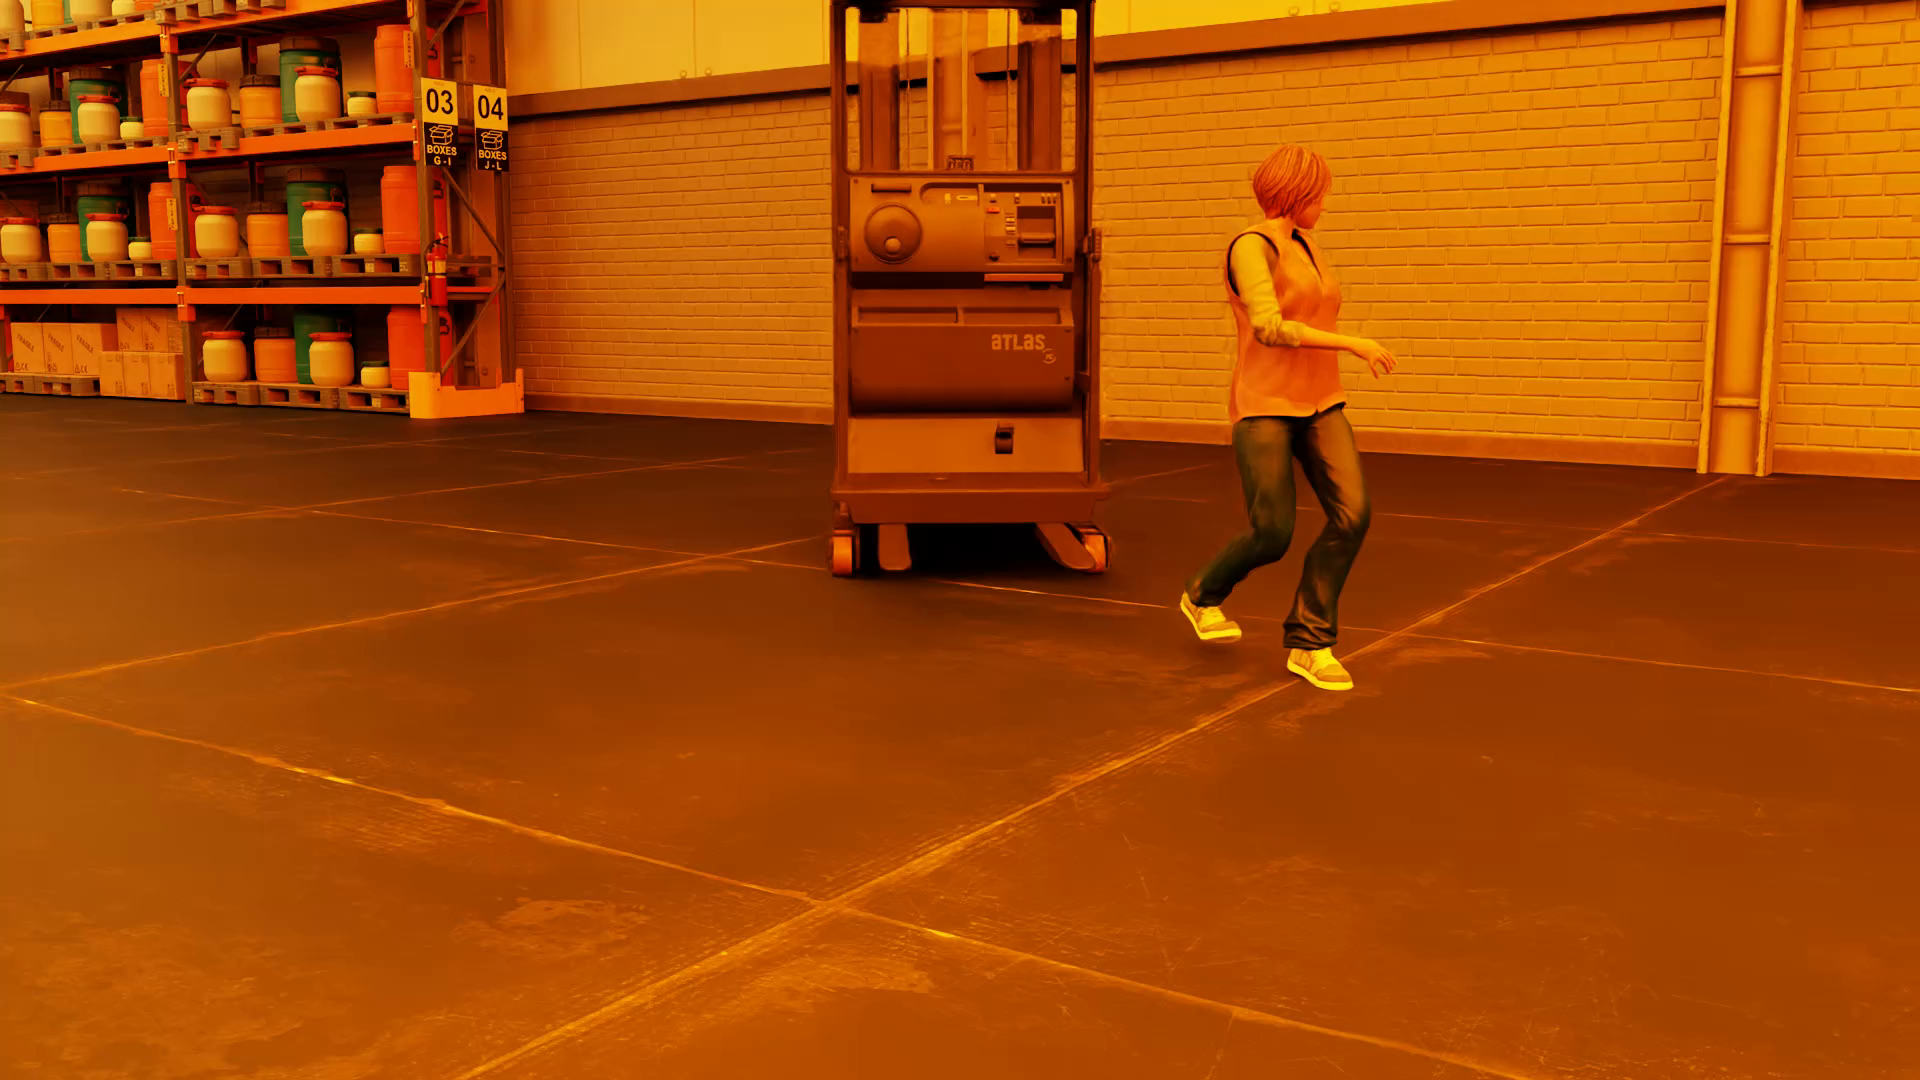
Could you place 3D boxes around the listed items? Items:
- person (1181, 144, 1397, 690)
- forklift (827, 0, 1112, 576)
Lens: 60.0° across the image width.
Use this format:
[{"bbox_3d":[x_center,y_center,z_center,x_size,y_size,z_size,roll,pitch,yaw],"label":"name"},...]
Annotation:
[{"bbox_3d":[0.958,-0.367,4.844,0.494,1.524,0.659,-5,9,-31],"label":"person"},{"bbox_3d":[0.022,-1.351,6.695,1.130,2.935,3.031,0,8,-3],"label":"forklift"}]
